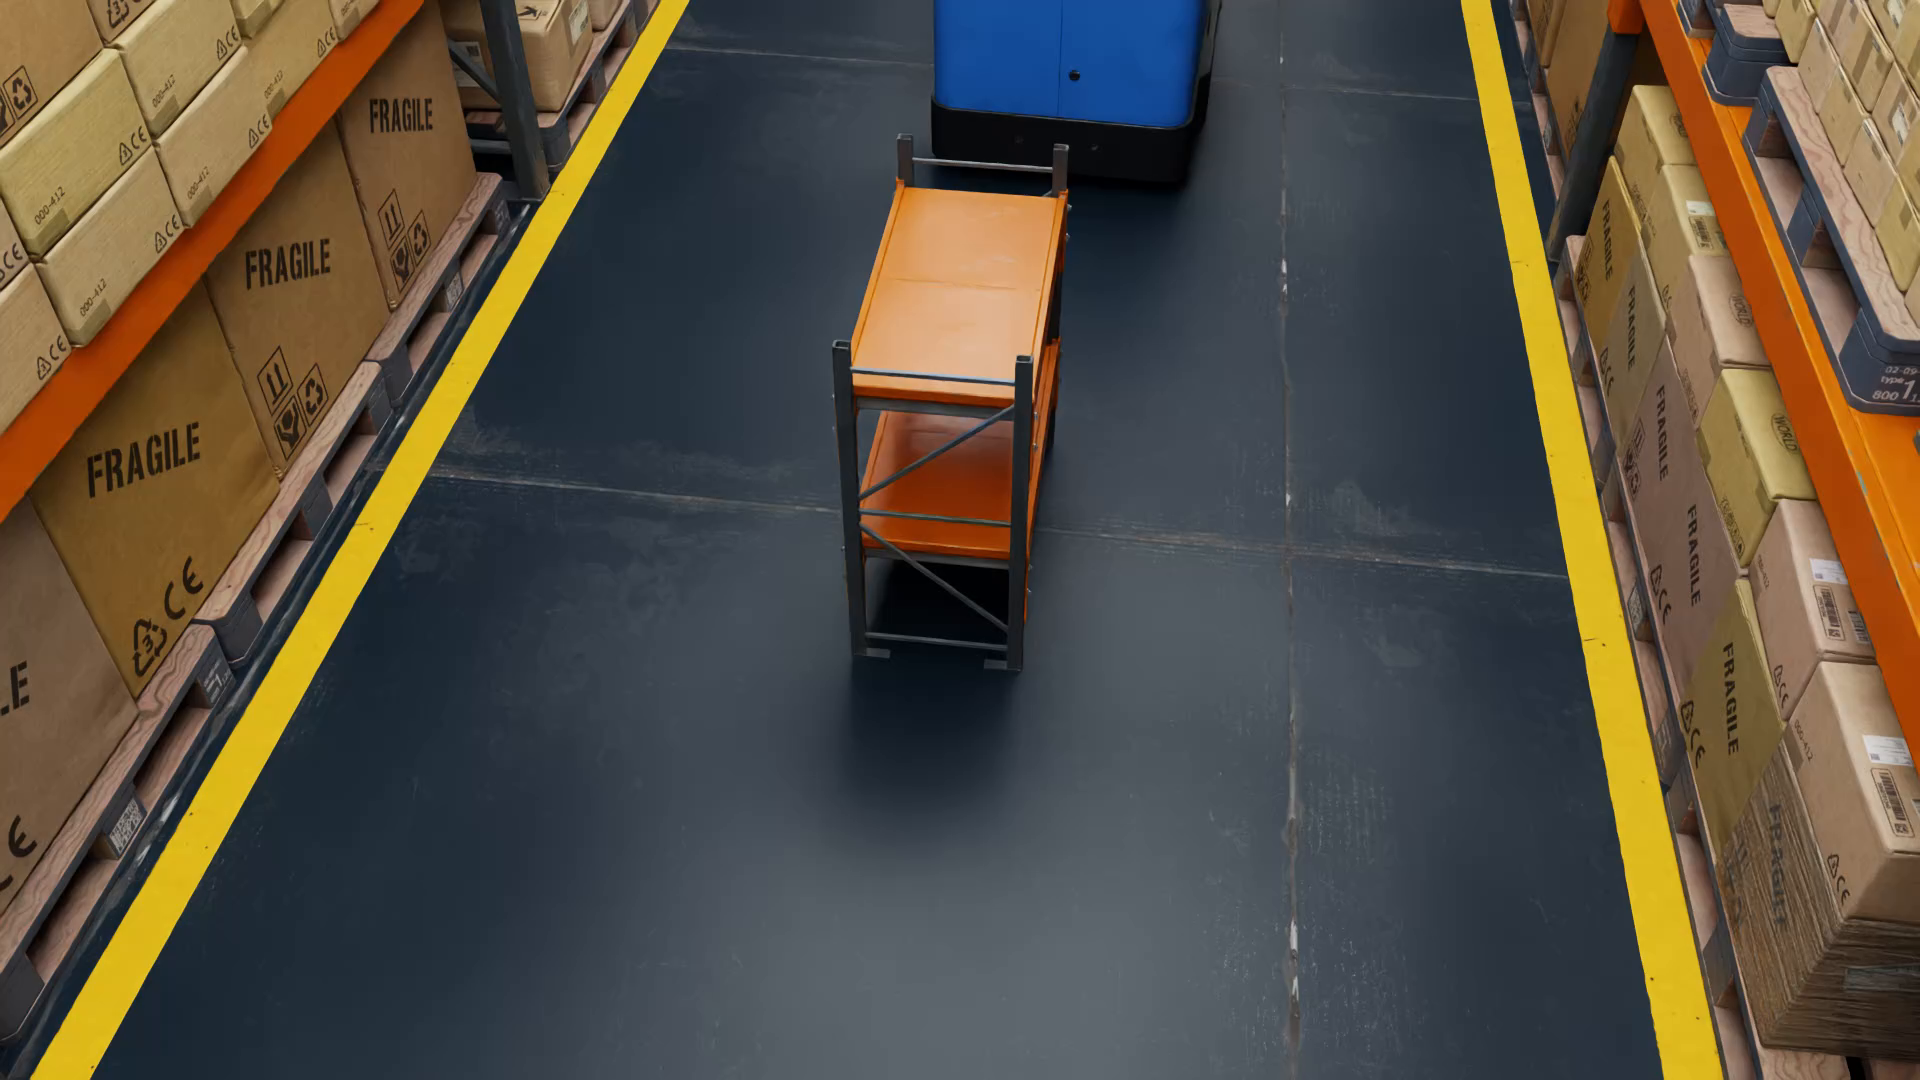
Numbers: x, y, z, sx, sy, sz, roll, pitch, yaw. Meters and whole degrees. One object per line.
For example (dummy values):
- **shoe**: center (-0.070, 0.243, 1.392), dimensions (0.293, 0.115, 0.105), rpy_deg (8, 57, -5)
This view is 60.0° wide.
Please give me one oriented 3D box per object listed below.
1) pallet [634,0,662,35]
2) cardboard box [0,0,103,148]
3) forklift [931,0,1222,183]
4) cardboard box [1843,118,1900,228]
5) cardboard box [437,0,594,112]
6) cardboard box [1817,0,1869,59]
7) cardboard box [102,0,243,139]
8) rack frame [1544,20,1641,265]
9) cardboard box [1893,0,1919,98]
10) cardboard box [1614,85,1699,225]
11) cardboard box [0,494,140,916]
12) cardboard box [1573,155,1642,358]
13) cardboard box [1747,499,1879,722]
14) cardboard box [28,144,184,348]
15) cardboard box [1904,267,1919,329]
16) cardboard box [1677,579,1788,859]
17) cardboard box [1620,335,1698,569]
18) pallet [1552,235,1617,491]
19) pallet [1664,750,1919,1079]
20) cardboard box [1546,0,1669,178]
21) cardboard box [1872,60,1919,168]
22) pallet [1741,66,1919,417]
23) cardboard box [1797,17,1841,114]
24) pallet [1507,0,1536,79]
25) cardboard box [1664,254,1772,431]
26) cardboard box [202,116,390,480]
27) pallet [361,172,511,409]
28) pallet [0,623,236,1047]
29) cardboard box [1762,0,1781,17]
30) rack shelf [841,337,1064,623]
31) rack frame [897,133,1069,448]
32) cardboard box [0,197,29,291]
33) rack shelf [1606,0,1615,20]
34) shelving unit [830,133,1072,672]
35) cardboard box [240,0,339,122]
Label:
- **pallet**: center (-1.896, -2.872, 8.130), dimensions (1.003, 0.211, 1.213), rpy_deg (5, 44, 6)
- **cardboard box**: center (-2.242, -1.161, 3.495), dimensions (0.500, 0.500, 0.500), rpy_deg (4, 44, 4)
- **forklift**: center (0.657, -3.519, 6.835), dimensions (1.130, 2.935, 3.031), rpy_deg (7, 44, 8)
- **cardboard box**: center (2.287, -0.836, 3.828), dimensions (0.380, 0.149, 0.250), rpy_deg (4, 44, 4)
- **cardboard box**: center (-2.080, -2.106, 6.898), dimensions (0.950, 0.372, 0.625), rpy_deg (3, 43, 3)
- **cardboard box**: center (2.360, -1.291, 4.093), dimensions (0.380, 0.149, 0.250), rpy_deg (5, 44, 6)
- **cardboard box**: center (-2.157, -1.243, 4.126), dimensions (0.500, 0.250, 0.500), rpy_deg (4, 44, 4)
- **rack frame**: center (2.755, -2.142, 5.331), dimensions (1.000, 3.000, 0.127), rpy_deg (5, 44, 6)
- **cardboard box**: center (2.293, -1.057, 3.629), dimensions (0.380, 0.149, 0.250), rpy_deg (5, 44, 5)
- **cardboard box**: center (2.424, -1.211, 5.315), dimensions (0.500, 0.250, 0.500), rpy_deg (3, 44, 4)
- **cardboard box**: center (-2.691, 0.392, 3.894), dimensions (0.875, 0.875, 0.875), rpy_deg (6, 44, 7)
- **cardboard box**: center (2.409, -0.928, 5.561), dimensions (0.500, 0.500, 0.500), rpy_deg (4, 44, 4)
- **cardboard box**: center (2.156, 0.187, 3.838), dimensions (0.500, 0.250, 0.500), rpy_deg (7, 44, 7)
- **cardboard box**: center (-2.223, -0.719, 3.937), dimensions (0.500, 0.250, 0.500), rpy_deg (5, 44, 5)
- **cardboard box**: center (2.216, -0.474, 3.446), dimensions (0.380, 0.149, 0.250), rpy_deg (4, 44, 4)
- **cardboard box**: center (2.143, 0.462, 4.093), dimensions (0.500, 0.500, 0.500), rpy_deg (4, 44, 5)
- **cardboard box**: center (2.283, -0.235, 4.829), dimensions (0.500, 0.500, 0.500), rpy_deg (4, 44, 4)
- **pallet**: center (2.651, -0.597, 5.727), dimensions (1.003, 0.211, 1.213), rpy_deg (5, 44, 6)
- **pallet**: center (2.328, 1.066, 3.971), dimensions (1.003, 0.211, 1.213), rpy_deg (5, 44, 6)
- **cardboard box**: center (2.925, -1.885, 6.390), dimensions (1.050, 0.750, 0.750), rpy_deg (5, 44, 5)
- **cardboard box**: center (2.292, -0.938, 3.720), dimensions (0.380, 0.149, 0.250), rpy_deg (7, 44, 7)
- **pallet**: center (2.534, -0.720, 3.968), dimensions (1.003, 0.211, 1.213), rpy_deg (5, 44, 6)
- **cardboard box**: center (2.358, -1.184, 4.197), dimensions (0.380, 0.149, 0.250), rpy_deg (7, 44, 7)
- **pallet**: center (3.098, -2.489, 7.725), dimensions (1.003, 0.211, 1.213), rpy_deg (5, 44, 6)
- **cardboard box**: center (2.279, -0.530, 4.595), dimensions (0.500, 0.250, 0.500), rpy_deg (6, 44, 6)
- **cardboard box**: center (-2.460, -0.834, 5.189), dimensions (0.875, 0.875, 0.875), rpy_deg (6, 44, 6)
- **pallet**: center (-2.343, -0.980, 6.132), dimensions (1.003, 0.211, 1.213), rpy_deg (5, 44, 6)
- **pallet**: center (-2.666, 0.683, 4.376), dimensions (1.003, 0.211, 1.213), rpy_deg (5, 44, 6)
- **cardboard box**: center (2.425, -1.550, 4.583), dimensions (0.380, 0.149, 0.250), rpy_deg (7, 44, 8)
- **rack shelf**: center (-0.001, -0.226, 5.026), dimensions (0.538, 0.278, 1.000), rpy_deg (5, 44, 6)
- **rack frame**: center (0.066, -0.750, 5.224), dimensions (0.500, 1.125, 0.032), rpy_deg (5, 44, 6)
- **cardboard box**: center (-2.315, -0.556, 3.401), dimensions (0.500, 0.250, 0.500), rpy_deg (6, 44, 6)
- **rack shelf**: center (3.020, -3.244, 7.018), dimensions (1.077, 0.370, 4.000), rpy_deg (5, 44, 6)
- **shelving unit**: center (-0.001, -0.404, 4.858), dimensions (0.538, 1.125, 1.048), rpy_deg (5, 44, 6)
- **cardboard box**: center (-2.109, -1.409, 4.666), dimensions (0.500, 0.250, 0.500), rpy_deg (5, 44, 5)
